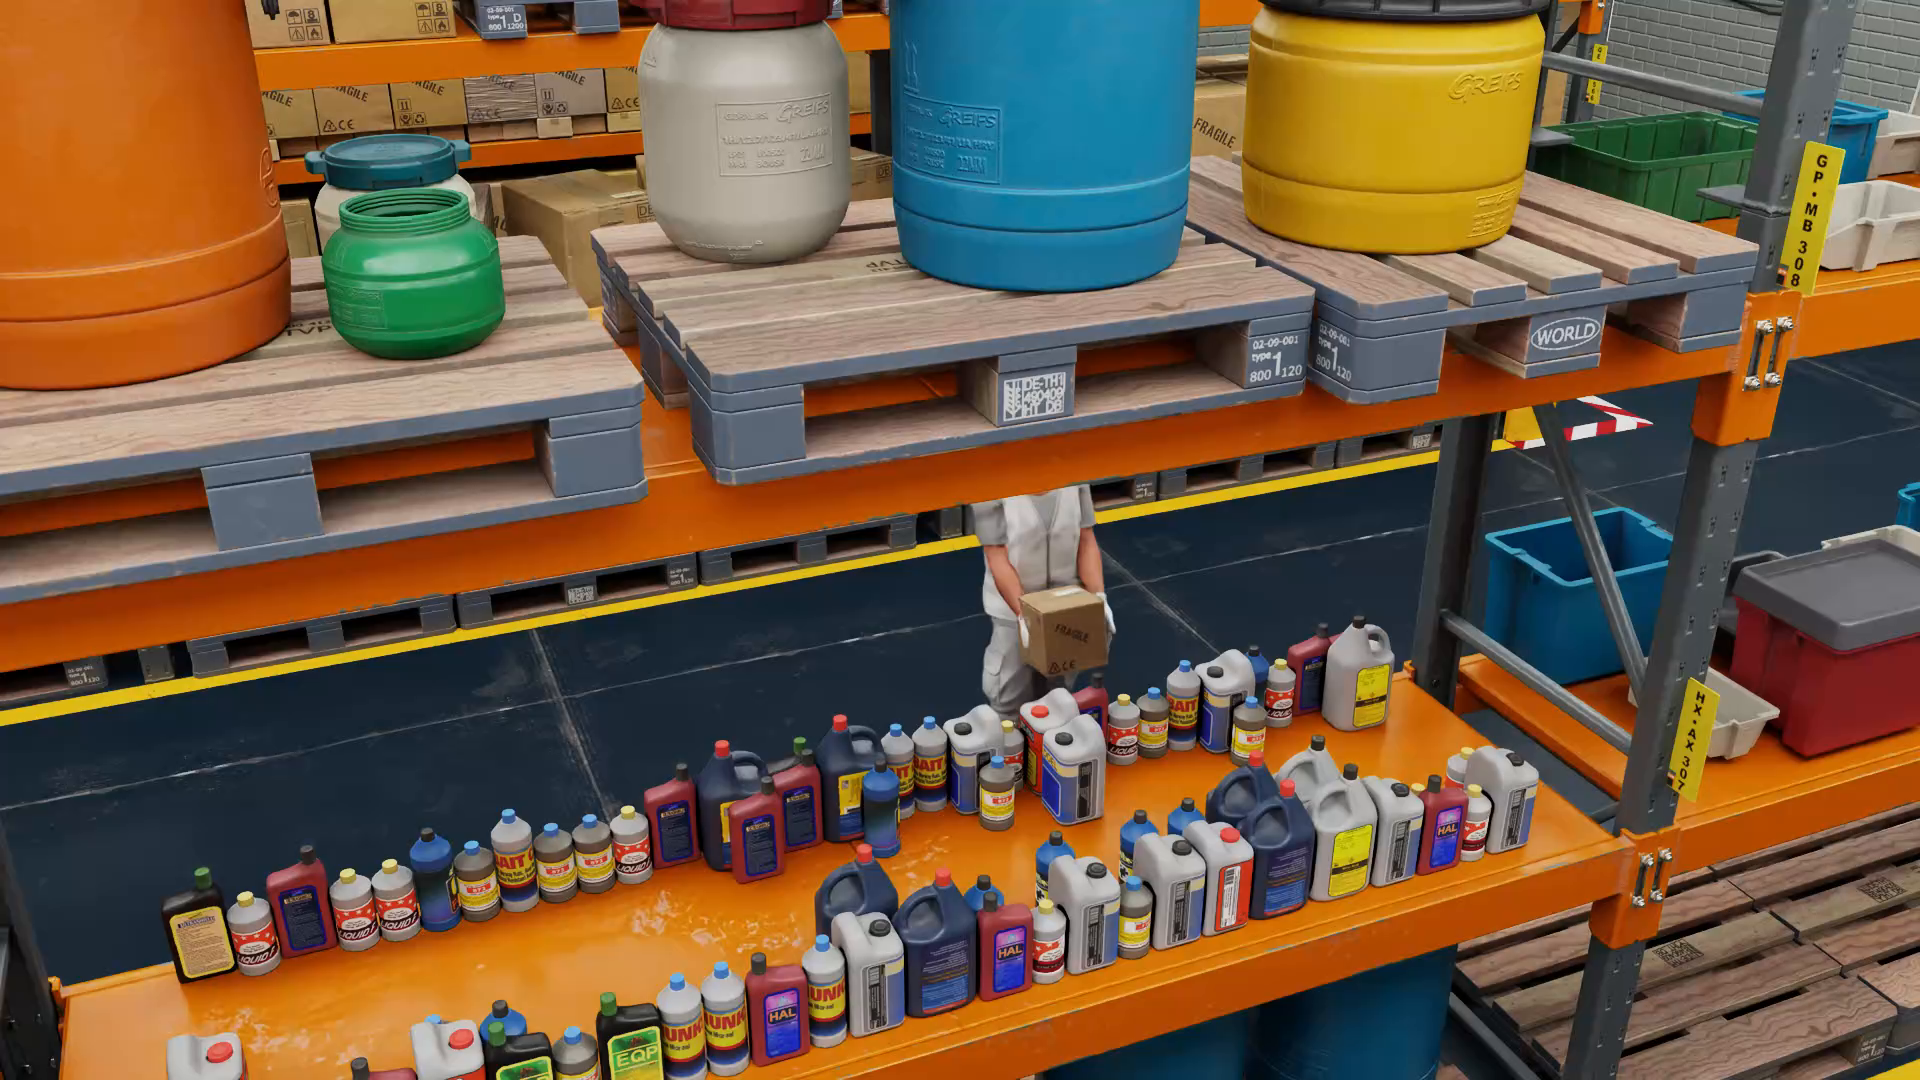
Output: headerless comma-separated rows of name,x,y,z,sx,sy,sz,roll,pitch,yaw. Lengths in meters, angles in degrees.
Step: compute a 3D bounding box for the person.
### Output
person,0.325,0.319,6.416,0.527,1.793,0.546,-13,29,-25
